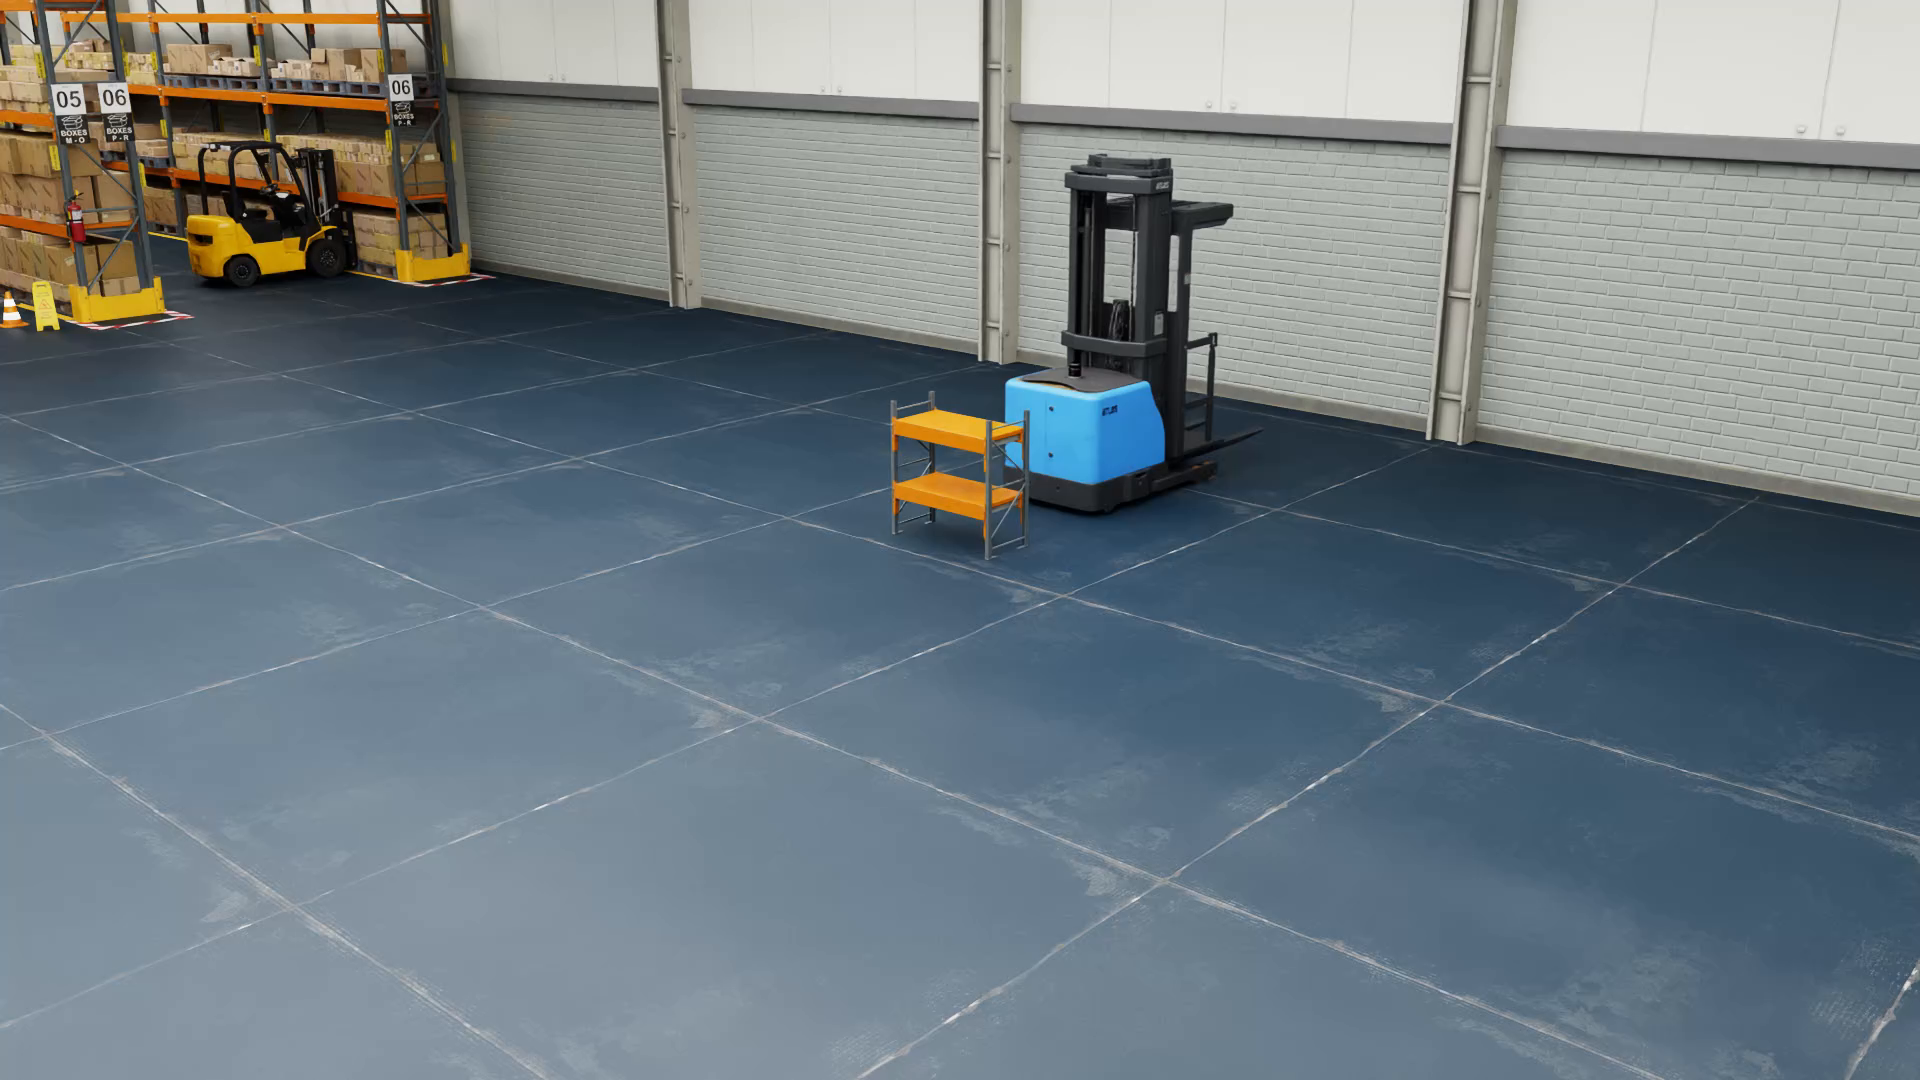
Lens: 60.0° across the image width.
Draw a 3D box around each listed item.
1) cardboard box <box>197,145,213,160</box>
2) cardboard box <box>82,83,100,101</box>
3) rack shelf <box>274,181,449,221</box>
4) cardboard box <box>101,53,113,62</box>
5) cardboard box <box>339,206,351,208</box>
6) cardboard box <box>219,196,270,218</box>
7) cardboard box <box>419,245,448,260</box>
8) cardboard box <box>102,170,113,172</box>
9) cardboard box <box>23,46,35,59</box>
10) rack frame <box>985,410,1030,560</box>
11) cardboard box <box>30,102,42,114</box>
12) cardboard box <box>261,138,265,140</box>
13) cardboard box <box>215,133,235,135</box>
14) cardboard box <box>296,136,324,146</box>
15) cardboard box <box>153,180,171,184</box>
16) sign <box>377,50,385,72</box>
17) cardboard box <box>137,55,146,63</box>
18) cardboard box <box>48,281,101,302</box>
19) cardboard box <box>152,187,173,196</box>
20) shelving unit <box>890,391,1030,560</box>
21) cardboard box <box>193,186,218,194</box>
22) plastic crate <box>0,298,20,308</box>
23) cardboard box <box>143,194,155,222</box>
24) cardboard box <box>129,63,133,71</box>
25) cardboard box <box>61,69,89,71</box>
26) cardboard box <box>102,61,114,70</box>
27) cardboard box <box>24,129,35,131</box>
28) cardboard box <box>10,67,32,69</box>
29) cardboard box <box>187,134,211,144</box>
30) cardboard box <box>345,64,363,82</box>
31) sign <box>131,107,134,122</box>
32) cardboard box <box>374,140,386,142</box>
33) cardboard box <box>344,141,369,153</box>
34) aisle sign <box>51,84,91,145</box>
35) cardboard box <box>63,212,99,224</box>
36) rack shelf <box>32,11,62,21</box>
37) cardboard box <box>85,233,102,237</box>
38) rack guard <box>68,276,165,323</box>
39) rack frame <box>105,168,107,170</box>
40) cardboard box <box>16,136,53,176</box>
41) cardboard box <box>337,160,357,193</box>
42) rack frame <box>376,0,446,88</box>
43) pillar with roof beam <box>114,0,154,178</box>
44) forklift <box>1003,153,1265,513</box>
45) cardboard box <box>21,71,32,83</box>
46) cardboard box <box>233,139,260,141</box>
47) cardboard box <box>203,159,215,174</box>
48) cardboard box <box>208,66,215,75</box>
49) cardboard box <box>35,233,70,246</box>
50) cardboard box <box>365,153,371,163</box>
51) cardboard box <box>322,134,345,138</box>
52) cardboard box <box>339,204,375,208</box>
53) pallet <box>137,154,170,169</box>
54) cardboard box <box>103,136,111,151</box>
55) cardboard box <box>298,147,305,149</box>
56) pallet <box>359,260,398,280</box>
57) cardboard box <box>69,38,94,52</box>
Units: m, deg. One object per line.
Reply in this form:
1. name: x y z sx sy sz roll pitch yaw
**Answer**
1. cardboard box: -13.642 -7.135 30.556 0.500 0.250 0.500 14 23 38
2. cardboard box: -12.072 -6.254 23.156 0.500 0.250 0.500 15 23 38
3. rack shelf: -10.077 -5.775 28.039 4.000 0.370 1.077 15 23 39
4. cardboard box: -16.433 -9.370 32.283 0.250 0.149 0.380 15 23 40
5. cardboard box: -10.664 -5.515 28.229 0.500 0.250 0.500 16 24 41
6. cardboard box: -13.109 -5.998 30.784 0.625 0.625 0.875 14 22 37
7. cardboard box: -8.819 -4.749 27.467 0.500 0.250 0.500 15 23 39
8. cardboard box: -12.433 -5.043 23.886 0.500 0.500 0.500 16 24 41
9. cardboard box: -19.242 -10.217 34.817 0.500 0.250 0.500 16 24 41
10. rack frame: 0.375 -0.435 13.124 0.032 1.125 0.500 15 23 39
11. cardboard box: -12.533 -5.953 22.868 0.250 0.149 0.380 15 23 40
12. cardboard box: -12.419 -7.214 30.145 0.250 0.149 0.380 15 23 39
13. cardboard box: -13.764 -7.567 31.258 0.250 0.149 0.380 15 23 39
14. cardboard box: -11.079 -6.806 28.368 0.250 0.149 0.380 14 23 38
15. cardboard box: -16.093 -7.185 33.657 0.250 0.149 0.380 15 23 40
16. sign: -8.952 -7.410 25.711 0.005 0.325 0.100 15 23 39
17. cardboard box: -15.377 -9.133 31.570 0.250 0.149 0.380 14 22 37
18. cardboard box: -12.674 -3.588 23.811 0.500 0.250 0.500 15 23 39
19. cardboard box: -15.494 -6.793 32.423 0.250 0.149 0.380 14 22 37
20. shelving unit: -0.005 -0.538 13.446 1.048 1.125 0.538 15 23 39
21. cardboard box: -14.748 -6.816 32.495 0.250 0.149 0.380 17 24 42
22. plastic crate: -14.235 -3.503 24.518 0.583 0.080 0.402 7 19 21
23. cardboard box: -15.784 -6.575 32.808 0.500 0.500 0.500 16 24 42
24. cardboard box: -15.718 -9.104 31.969 0.250 0.149 0.380 15 23 40
25. cardboard box: -12.348 -6.511 23.308 0.250 0.149 0.380 15 23 39
26. cardboard box: -16.430 -9.231 32.335 0.250 0.149 0.380 16 23 40
27. cardboard box: -20.010 -8.746 35.967 0.500 0.250 0.500 15 23 40
28. cardboard box: -13.693 -6.866 24.425 0.250 0.149 0.380 14 23 38
29. cardboard box: -14.112 -7.450 30.889 0.250 0.149 0.380 16 24 41
30. cardboard box: -9.592 -7.478 26.621 0.258 0.266 0.396 15 23 39
31. sign: -17.191 -8.804 34.479 0.005 0.325 0.100 15 23 39
32. cardboard box: -9.459 -6.541 27.534 0.250 0.149 0.380 16 24 41
33. cardboard box: -9.813 -6.422 27.159 0.250 0.149 0.380 16 23 41
34. aisle sign: -12.019 -5.753 22.484 0.004 0.787 0.394 15 23 39
35. cardboard box: -12.295 -4.499 23.246 0.250 0.149 0.380 16 24 41
36. rack shelf: -19.052 -11.042 34.724 4.000 0.370 1.077 15 23 39
37. cardboard box: -13.075 -4.275 24.736 0.500 0.500 0.500 16 23 40
38. rack guard: -11.930 -3.416 23.550 0.348 0.500 1.175 15 23 39
39. rack frame: -17.556 -8.126 34.257 0.127 3.000 1.000 15 23 39
40. cardboard box: -12.773 -5.415 23.405 0.500 0.500 0.700 15 23 40
41. cardboard box: -9.889 -6.012 27.432 0.500 0.500 0.500 14 23 38
42. rack frame: -8.581 -8.576 25.757 0.127 3.000 1.000 15 23 39
43. pillar with roof beam: -20.336 -10.355 31.363 0.400 9.000 9.100 15 23 39
44. forklift: 1.737 -2.005 15.083 1.130 2.935 3.031 15 23 39
45. cardboard box: -12.692 -6.391 22.930 0.250 0.149 0.380 15 23 39
46. cardboard box: -12.768 -7.093 29.765 0.250 0.149 0.380 14 23 38
47. cardboard box: -13.632 -6.903 30.651 0.500 0.250 0.500 14 22 38
48. cardboard box: -13.174 -8.384 29.668 0.250 0.149 0.380 15 23 39
49. cardboard box: -12.964 -4.309 23.770 0.250 0.149 0.380 16 24 41
50. cardboard box: -9.391 -6.190 26.919 0.250 0.149 0.380 16 23 40
51. cardboard box: -10.766 -6.912 28.704 0.250 0.149 0.380 15 23 39
52. cardboard box: -10.318 -5.628 28.583 0.500 0.250 0.500 15 23 40
53. pallet: -15.118 -7.351 32.134 1.003 0.211 1.213 15 23 39
54. cardboard box: -16.772 -7.896 33.061 0.258 0.266 0.396 17 24 42
55. cardboard box: -10.966 -6.589 28.176 0.250 0.149 0.380 16 23 40
56. pallet: -9.181 -4.531 27.540 1.213 0.211 1.003 15 23 39
57. cardboard box: -17.563 -9.883 33.215 0.258 0.266 0.396 15 23 39
